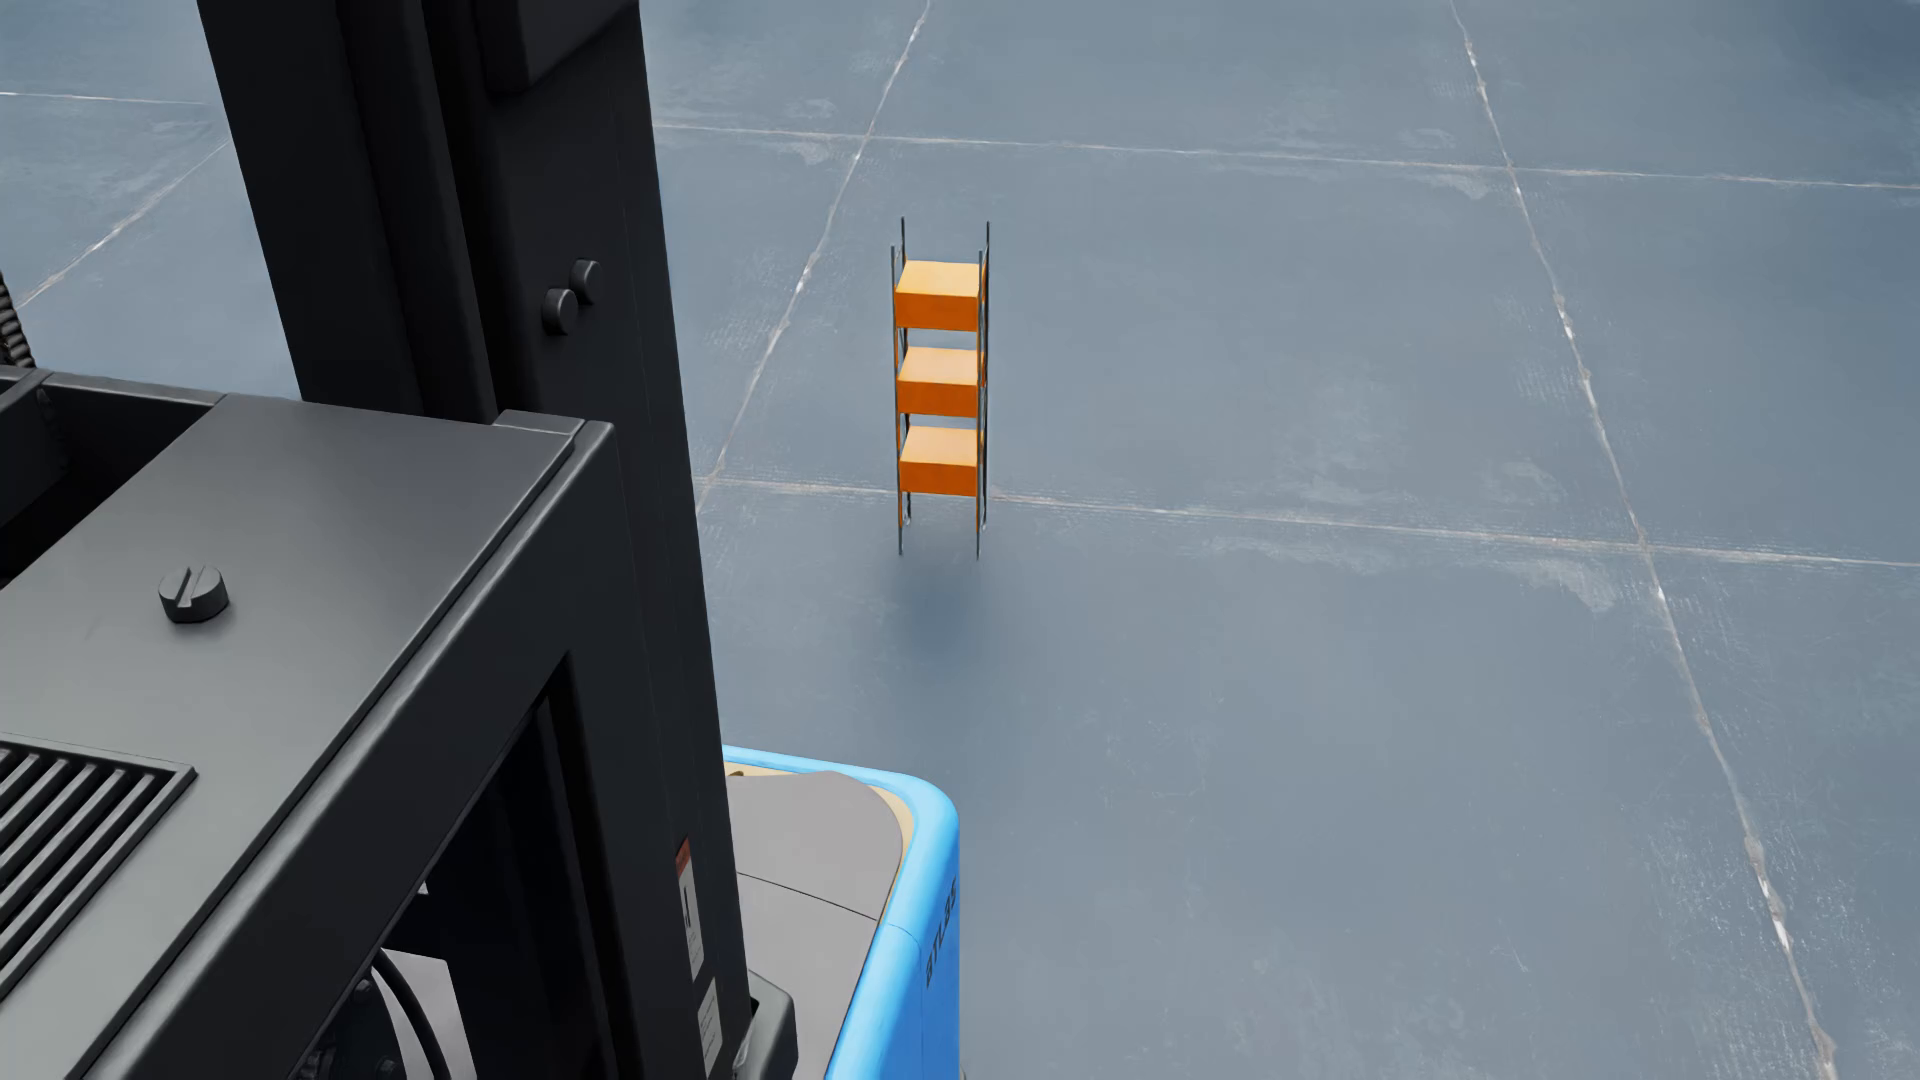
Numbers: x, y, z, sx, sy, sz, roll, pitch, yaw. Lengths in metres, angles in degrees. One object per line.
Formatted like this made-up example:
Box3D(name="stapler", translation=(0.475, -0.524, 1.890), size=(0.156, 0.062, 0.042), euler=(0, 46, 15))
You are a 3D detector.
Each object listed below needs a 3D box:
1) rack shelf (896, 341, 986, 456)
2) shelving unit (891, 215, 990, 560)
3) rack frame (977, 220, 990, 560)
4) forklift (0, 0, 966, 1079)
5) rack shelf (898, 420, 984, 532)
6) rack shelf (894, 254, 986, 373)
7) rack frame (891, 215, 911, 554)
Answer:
Box3D(name="rack shelf", translation=(-0.053, -0.423, 4.957), size=(0.240, 0.259, 0.215), euler=(4, 36, 6))
Box3D(name="shelving unit", translation=(-0.053, -0.431, 4.951), size=(0.252, 1.050, 0.215), euler=(4, 36, 6))
Box3D(name="rack frame", translation=(0.068, -0.422, 4.938), size=(0.008, 1.050, 0.200), euler=(4, 36, 6))
Box3D(name="forklift", translation=(-0.818, 0.862, 1.519), size=(1.130, 2.935, 3.031), euler=(8, 36, 11))
Box3D(name="rack shelf", translation=(-0.053, -0.196, 5.118), size=(0.240, 0.259, 0.215), euler=(4, 36, 6))
Box3D(name="rack shelf", translation=(-0.053, -0.654, 4.792), size=(0.240, 0.259, 0.215), euler=(4, 36, 6))
Box3D(name="rack frame", translation=(-0.174, -0.440, 4.963), size=(0.008, 1.050, 0.200), euler=(4, 36, 6))
